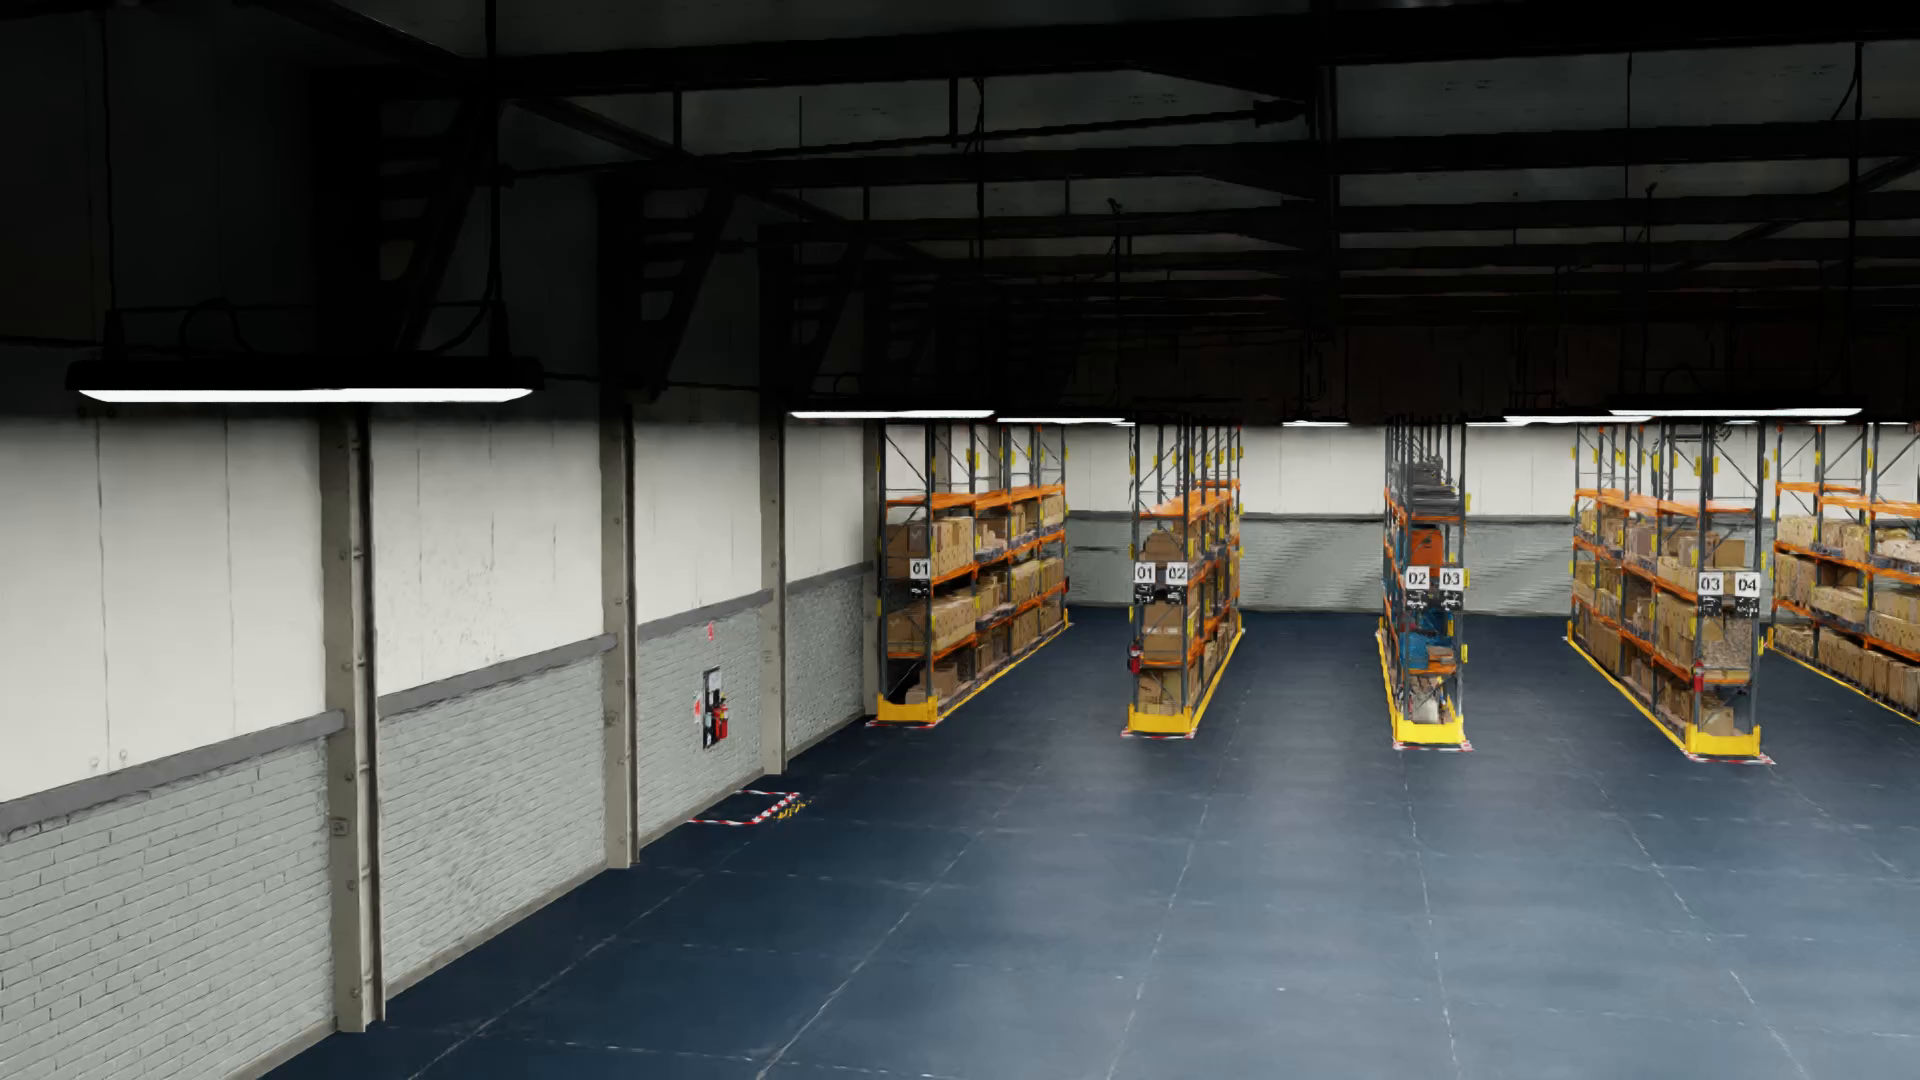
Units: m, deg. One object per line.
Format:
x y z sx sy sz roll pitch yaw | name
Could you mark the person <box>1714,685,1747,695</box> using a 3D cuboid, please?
16.539 2.513 35.743 0.478 1.557 0.999 0 4 5 | person
